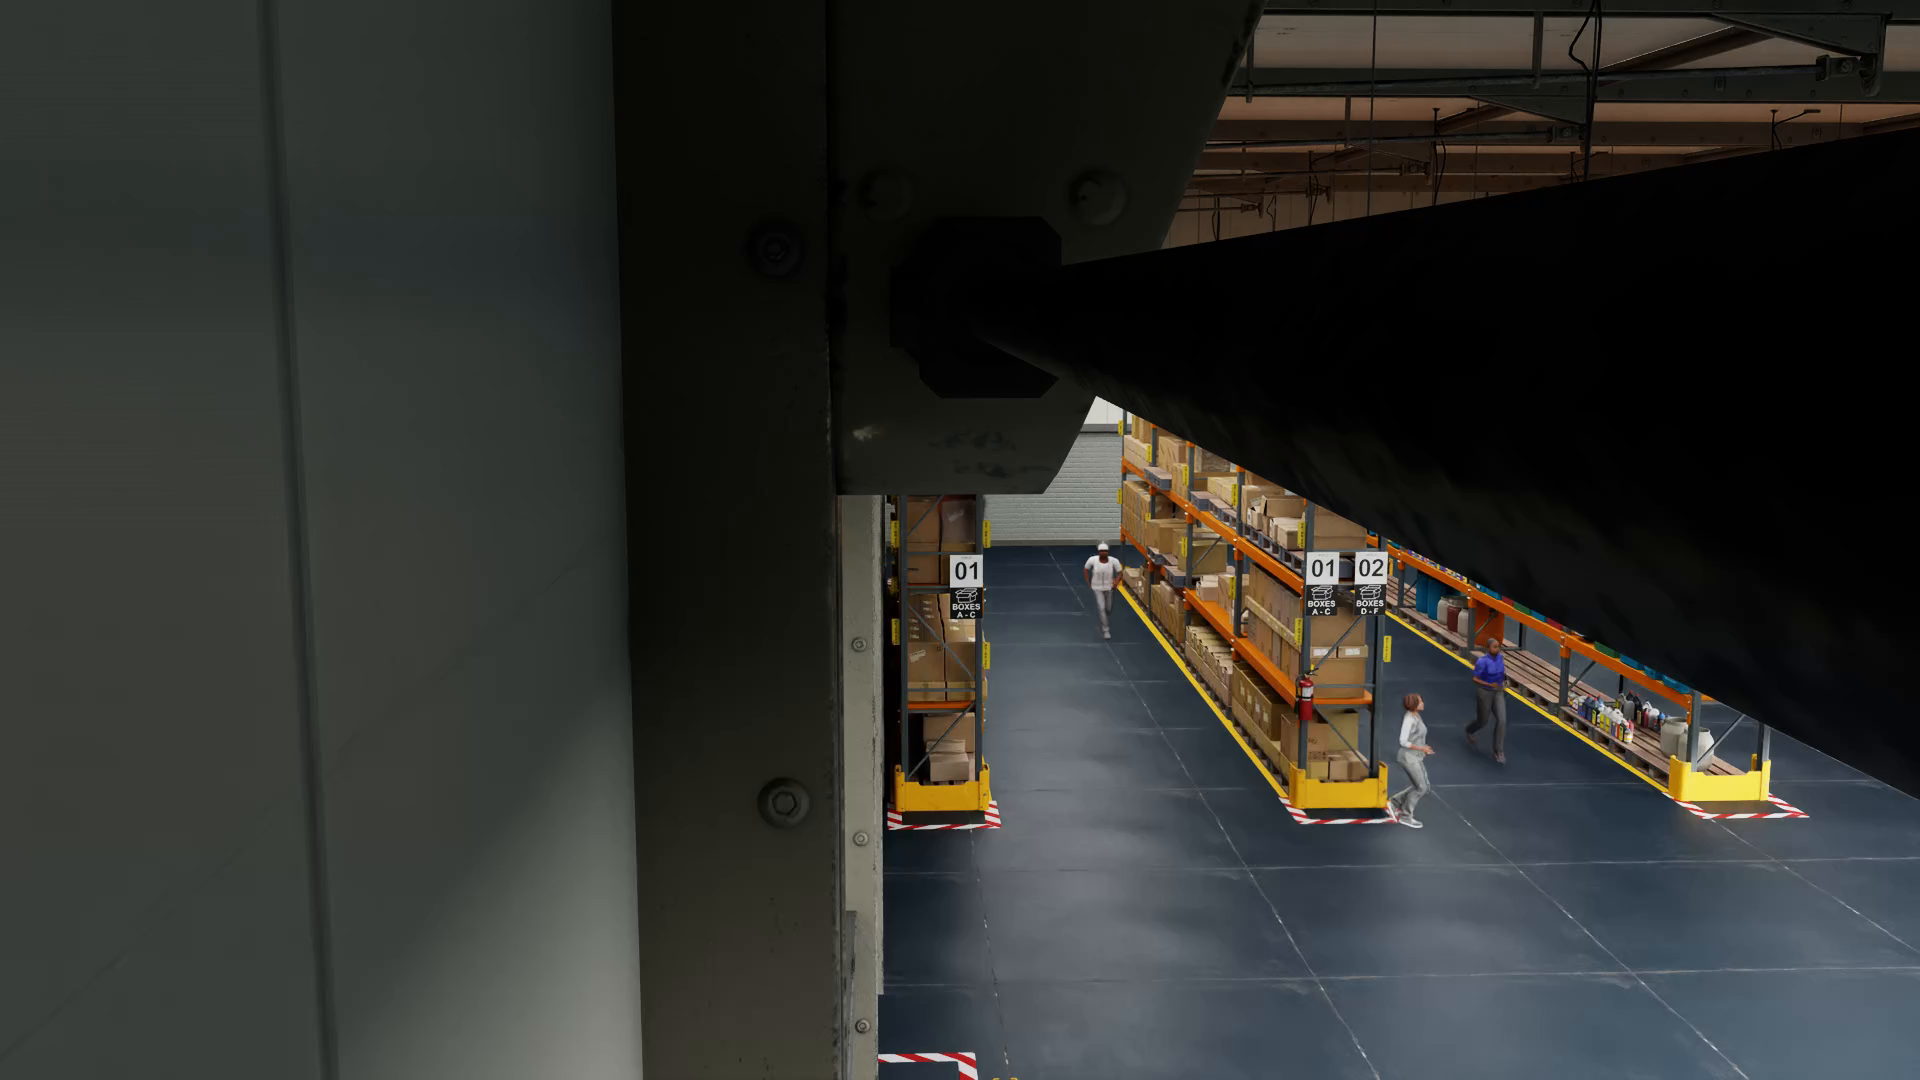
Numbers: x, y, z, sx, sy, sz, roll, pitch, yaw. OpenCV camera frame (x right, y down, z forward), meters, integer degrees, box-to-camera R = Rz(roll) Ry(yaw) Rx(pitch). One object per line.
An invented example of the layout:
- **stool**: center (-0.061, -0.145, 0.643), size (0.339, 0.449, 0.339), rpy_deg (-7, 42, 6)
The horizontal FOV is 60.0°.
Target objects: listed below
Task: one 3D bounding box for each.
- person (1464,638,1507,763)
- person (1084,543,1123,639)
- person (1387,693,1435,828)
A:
- **person**: center (7.275, 2.176, 22.922), size (0.608, 1.693, 0.894), rpy_deg (-3, 9, -20)
- **person**: center (2.674, 0.911, 31.041), size (0.726, 1.749, 0.902), rpy_deg (0, 8, 0)
- **person**: center (5.161, 2.508, 18.988), size (0.533, 1.554, 0.544), rpy_deg (4, 9, 26)
